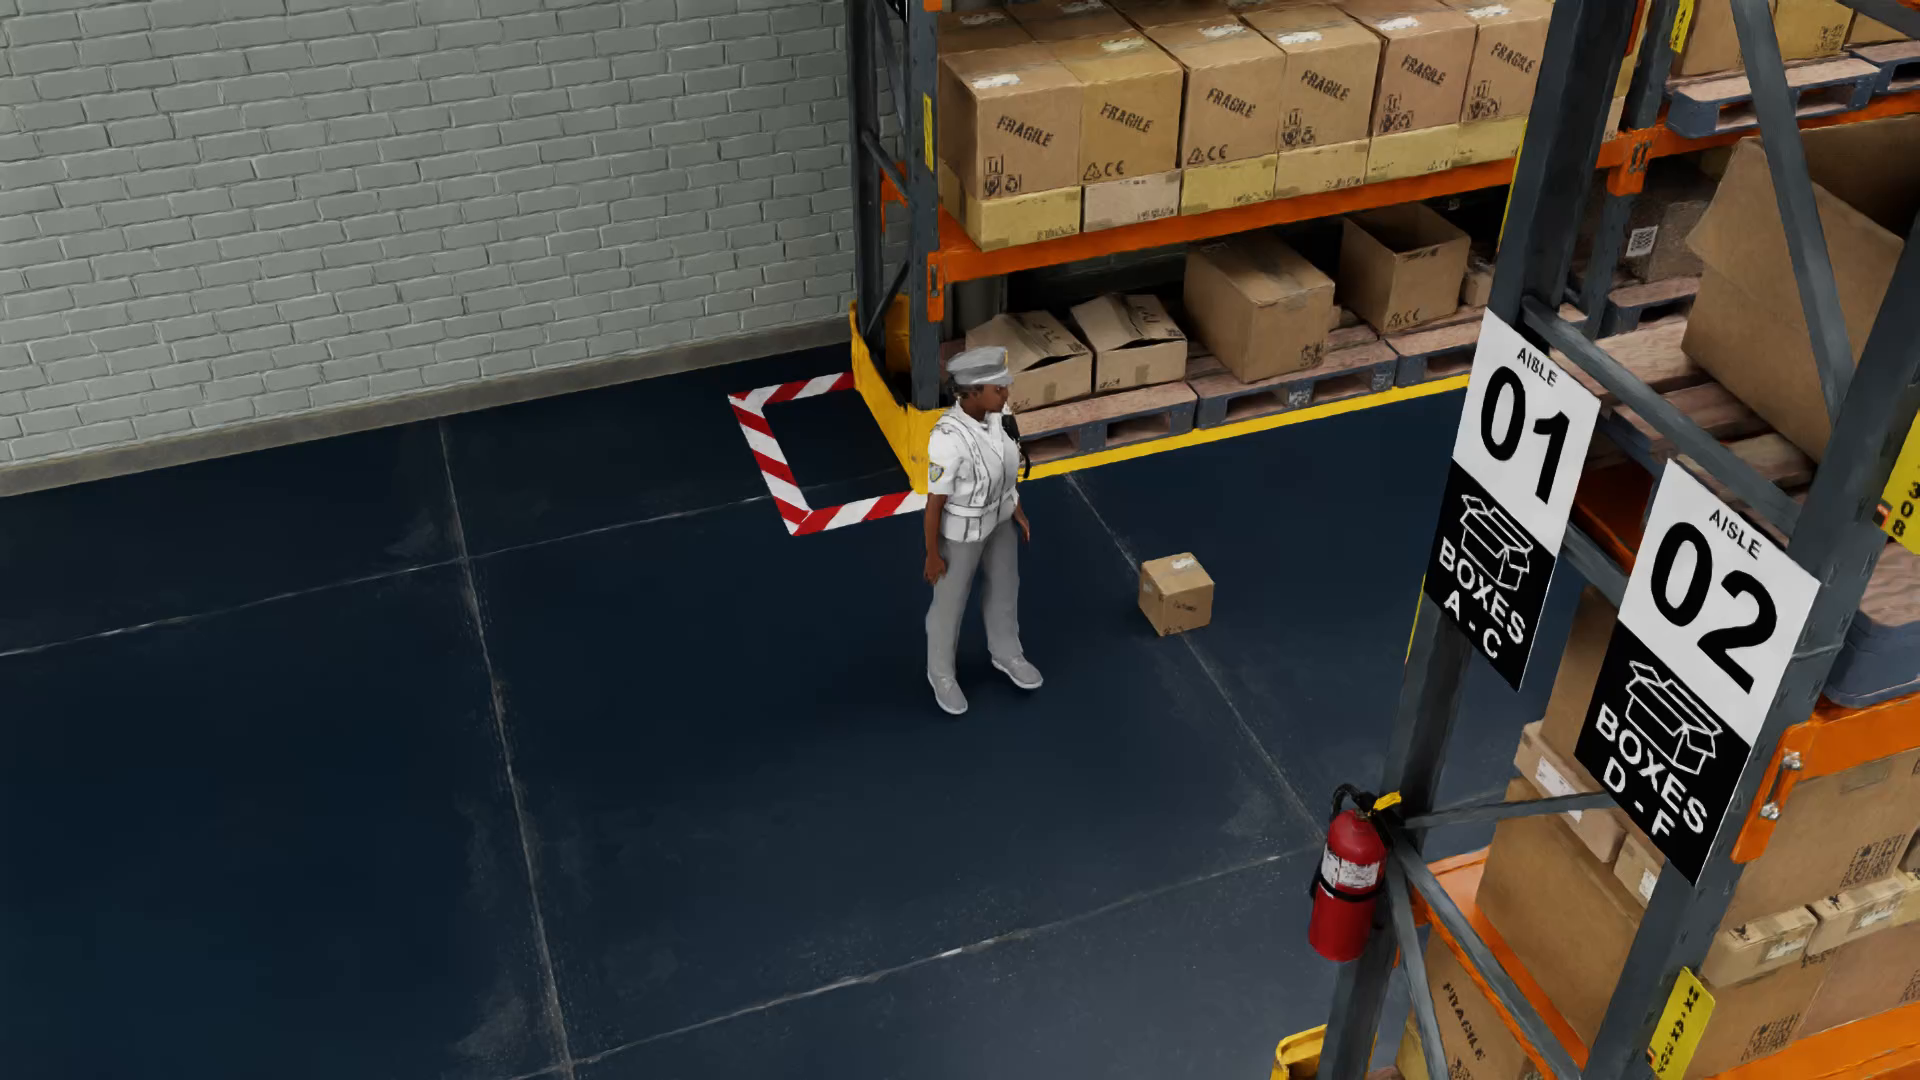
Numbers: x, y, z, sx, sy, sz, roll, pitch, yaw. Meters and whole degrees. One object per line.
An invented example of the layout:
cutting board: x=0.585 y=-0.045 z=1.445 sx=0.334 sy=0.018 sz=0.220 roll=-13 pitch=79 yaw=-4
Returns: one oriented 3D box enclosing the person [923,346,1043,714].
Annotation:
person: x=0.090 y=-0.026 z=6.773 sx=0.484 sy=1.685 sz=0.508 roll=26 pitch=45 yaw=30
